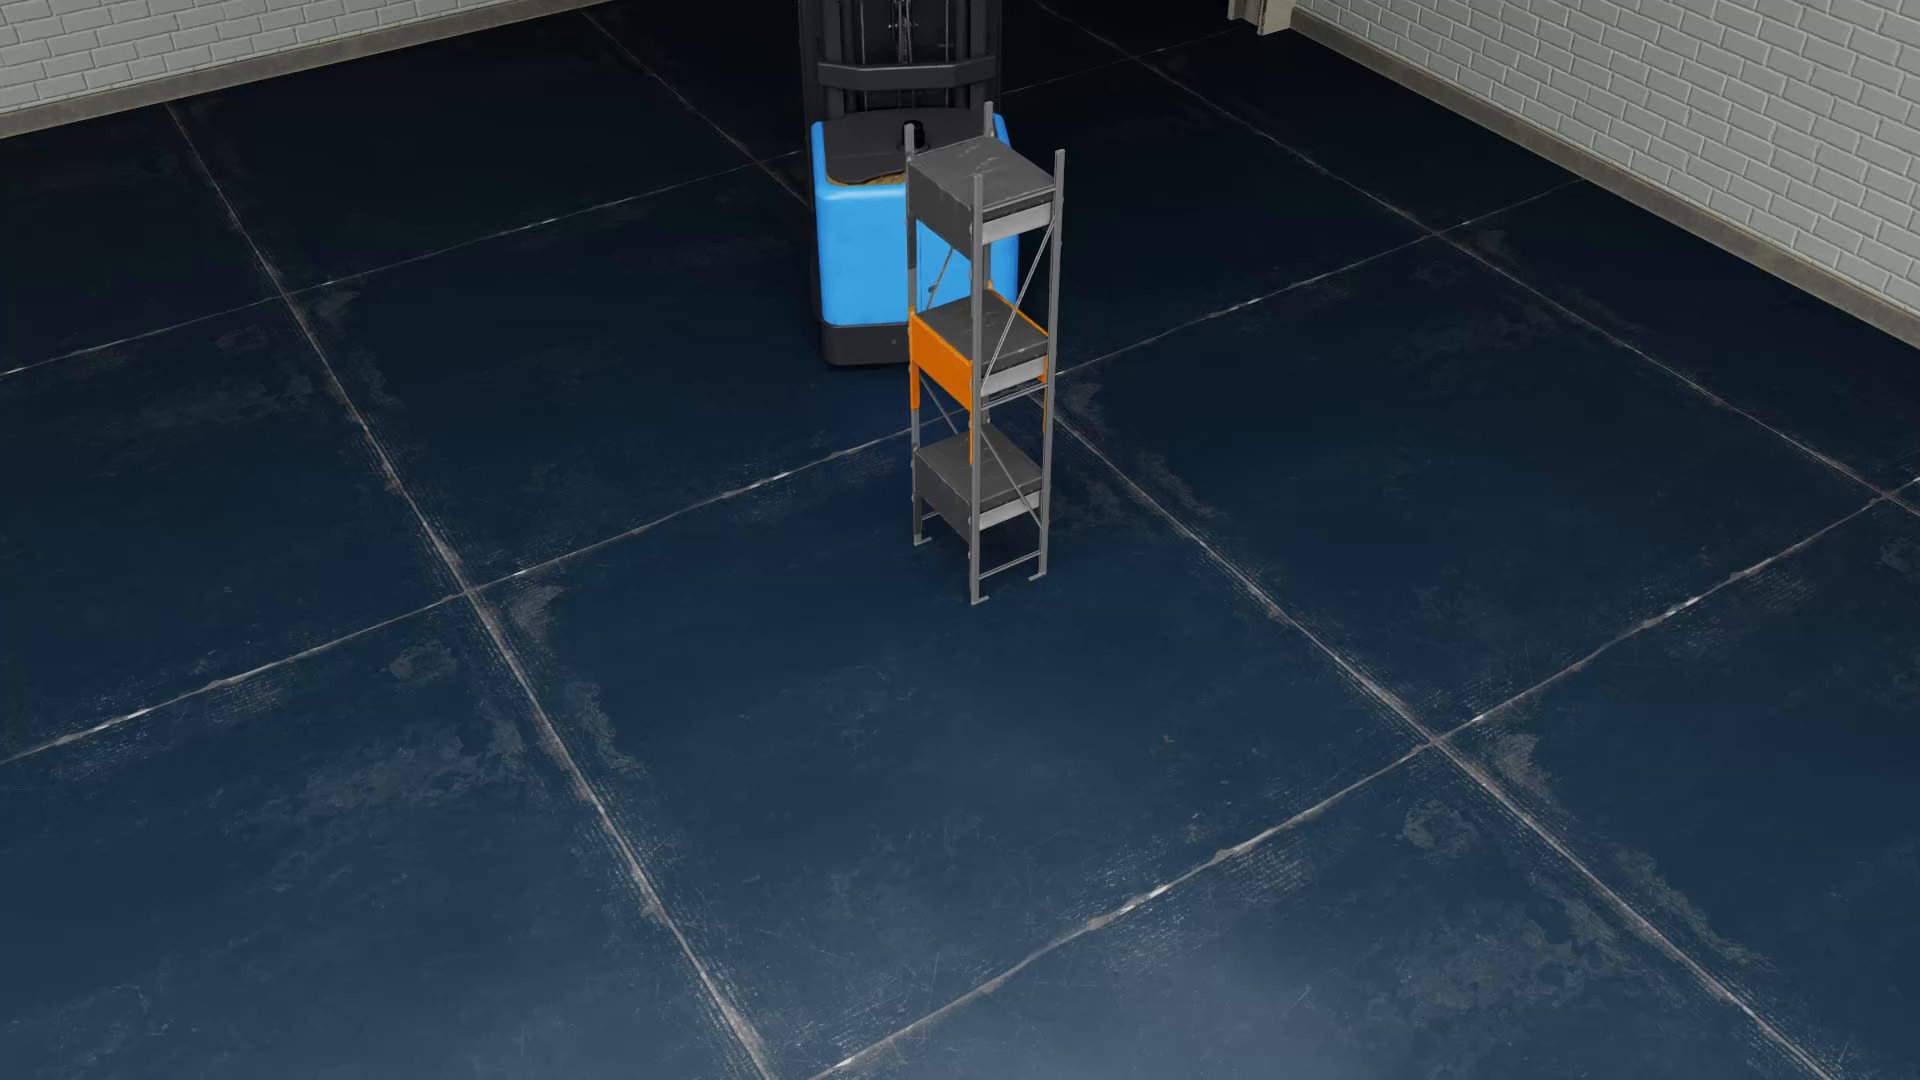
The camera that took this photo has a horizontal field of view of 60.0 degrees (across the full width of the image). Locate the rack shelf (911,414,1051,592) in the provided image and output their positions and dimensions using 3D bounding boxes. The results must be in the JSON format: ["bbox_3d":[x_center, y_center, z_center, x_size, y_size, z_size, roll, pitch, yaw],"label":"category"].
[{"bbox_3d":[0.089,-0.169,7.427,0.431,0.518,0.480,-22,45,-24],"label":"rack shelf"}]

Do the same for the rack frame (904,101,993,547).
[{"bbox_3d":[-0.042,-0.849,7.129,0.400,2.100,0.015,-22,45,-24],"label":"rack frame"}]

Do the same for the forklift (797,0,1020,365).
[{"bbox_3d":[-0.344,-2.978,9.035,1.130,2.935,3.031,-4,40,-4],"label":"forklift"}]

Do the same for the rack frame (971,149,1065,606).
[{"bbox_3d":[0.220,-0.586,6.813,0.400,2.100,0.015,-22,45,-24],"label":"rack frame"}]

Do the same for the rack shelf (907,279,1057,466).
[{"bbox_3d":[0.089,-0.707,6.979,0.431,0.518,0.480,-22,45,-24],"label":"rack shelf"}]

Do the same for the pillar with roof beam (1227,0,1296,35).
[{"bbox_3d":[-1.399,-5.832,7.719,9.100,9.000,0.400,-22,45,-24],"label":"pillar with roof beam"}]

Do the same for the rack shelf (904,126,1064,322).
[{"bbox_3d":[0.089,-1.245,6.531,0.431,0.518,0.480,-22,45,-24],"label":"rack shelf"}]

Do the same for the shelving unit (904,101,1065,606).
[{"bbox_3d":[0.089,-0.717,6.971,0.431,2.100,0.503,-22,45,-24],"label":"shelving unit"}]
